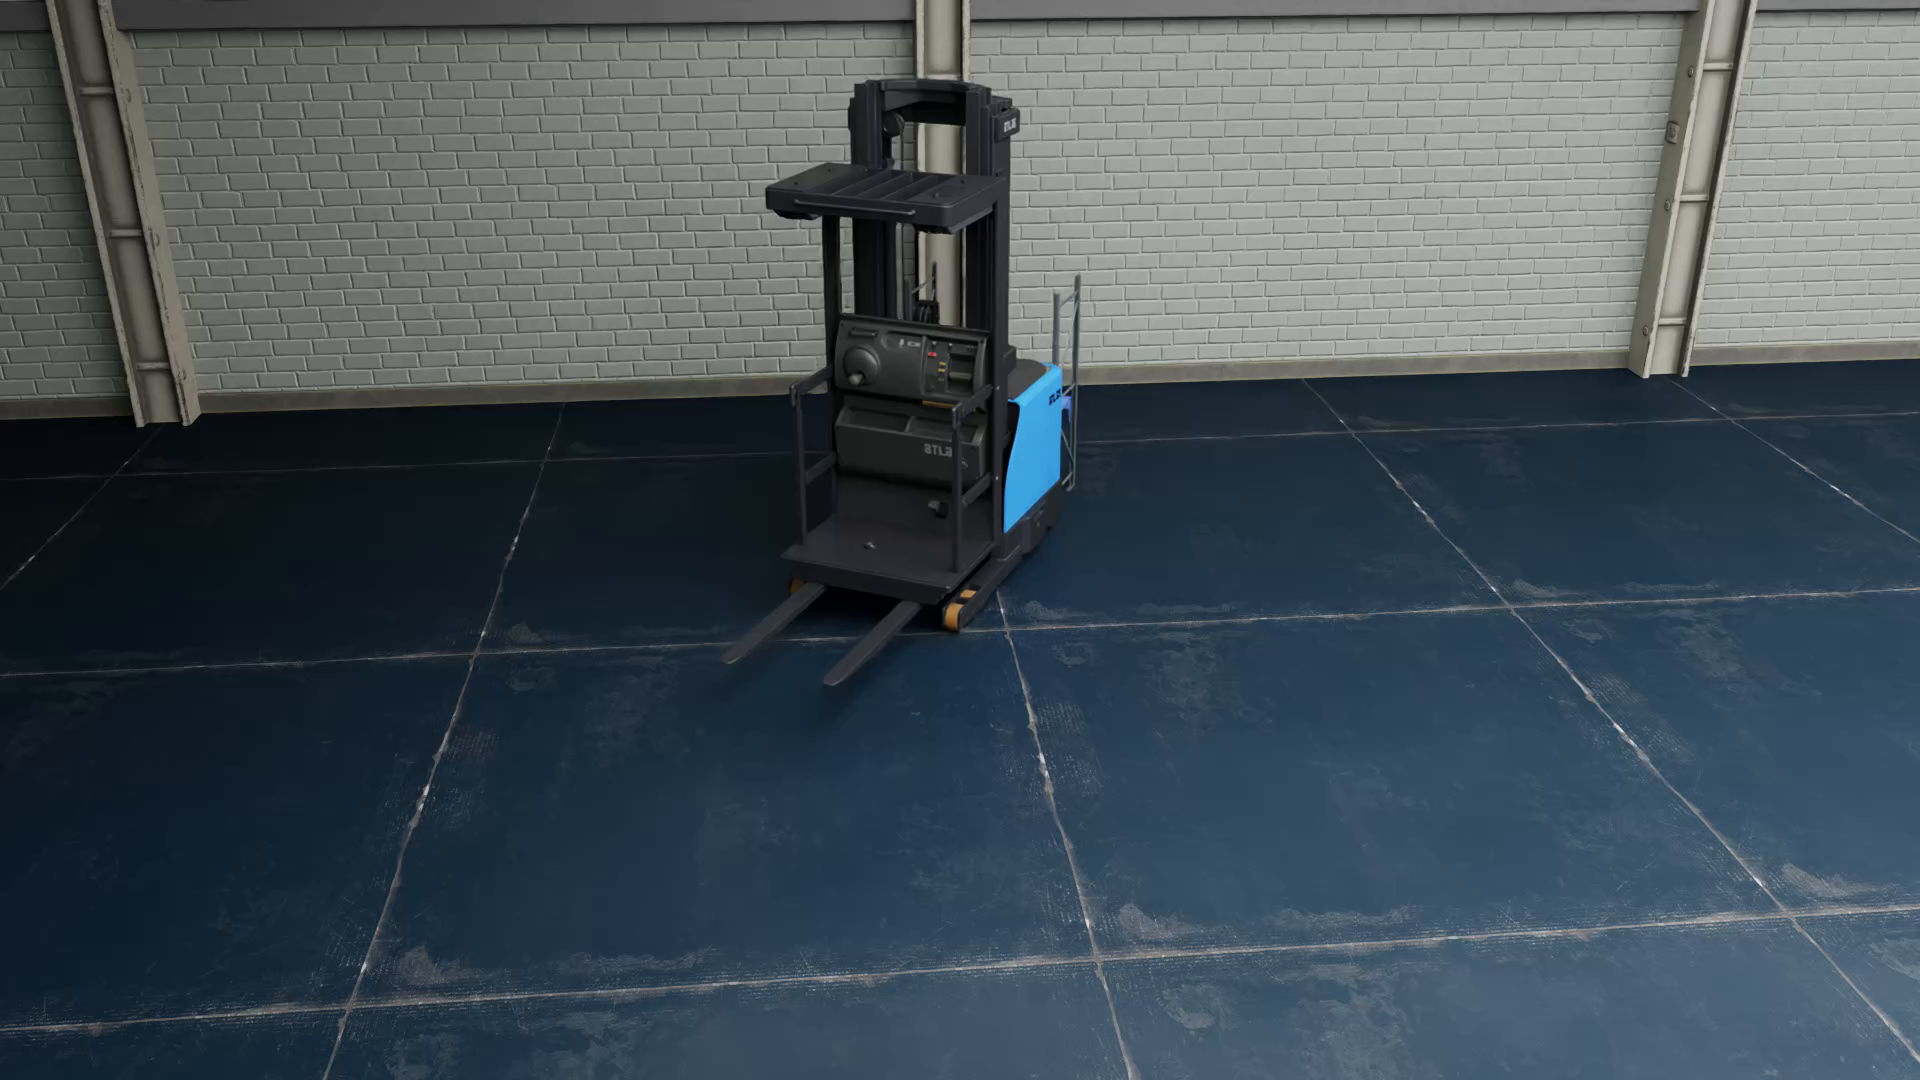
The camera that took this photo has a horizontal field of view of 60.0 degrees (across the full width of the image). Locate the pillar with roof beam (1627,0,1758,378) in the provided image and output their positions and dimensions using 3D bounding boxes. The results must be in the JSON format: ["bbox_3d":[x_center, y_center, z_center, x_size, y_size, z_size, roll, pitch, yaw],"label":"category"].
[{"bbox_3d":[6.257,-3.784,8.183,0.400,9.000,9.100,-2,24,-5],"label":"pillar with roof beam"}]

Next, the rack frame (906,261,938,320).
[{"bbox_3d":[-0.252,-1.120,11.424,0.032,1.500,0.500,9,25,19],"label":"rack frame"}]

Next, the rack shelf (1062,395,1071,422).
[{"bbox_3d":[0.224,-0.883,11.332,1.000,0.185,0.538,9,25,19],"label":"rack shelf"}]

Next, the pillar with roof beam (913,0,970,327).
[{"bbox_3d":[0.286,-3.544,7.644,0.400,9.000,9.100,-2,24,-5],"label":"pillar with roof beam"}]

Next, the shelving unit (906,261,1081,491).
[{"bbox_3d":[0.224,-1.047,11.259,1.048,1.500,0.538,9,25,19],"label":"shelving unit"}]

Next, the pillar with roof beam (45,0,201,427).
[{"bbox_3d":[-5.685,-3.305,7.105,0.400,9.000,9.100,-2,24,-5],"label":"pillar with roof beam"}]

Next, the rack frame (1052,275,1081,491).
[{"bbox_3d":[0.699,-0.974,11.094,0.032,1.500,0.500,9,25,19],"label":"rack frame"}]

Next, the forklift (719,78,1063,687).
[{"bbox_3d":[-0.371,-1.007,9.408,1.130,2.935,3.031,10,26,21],"label":"forklift"}]
